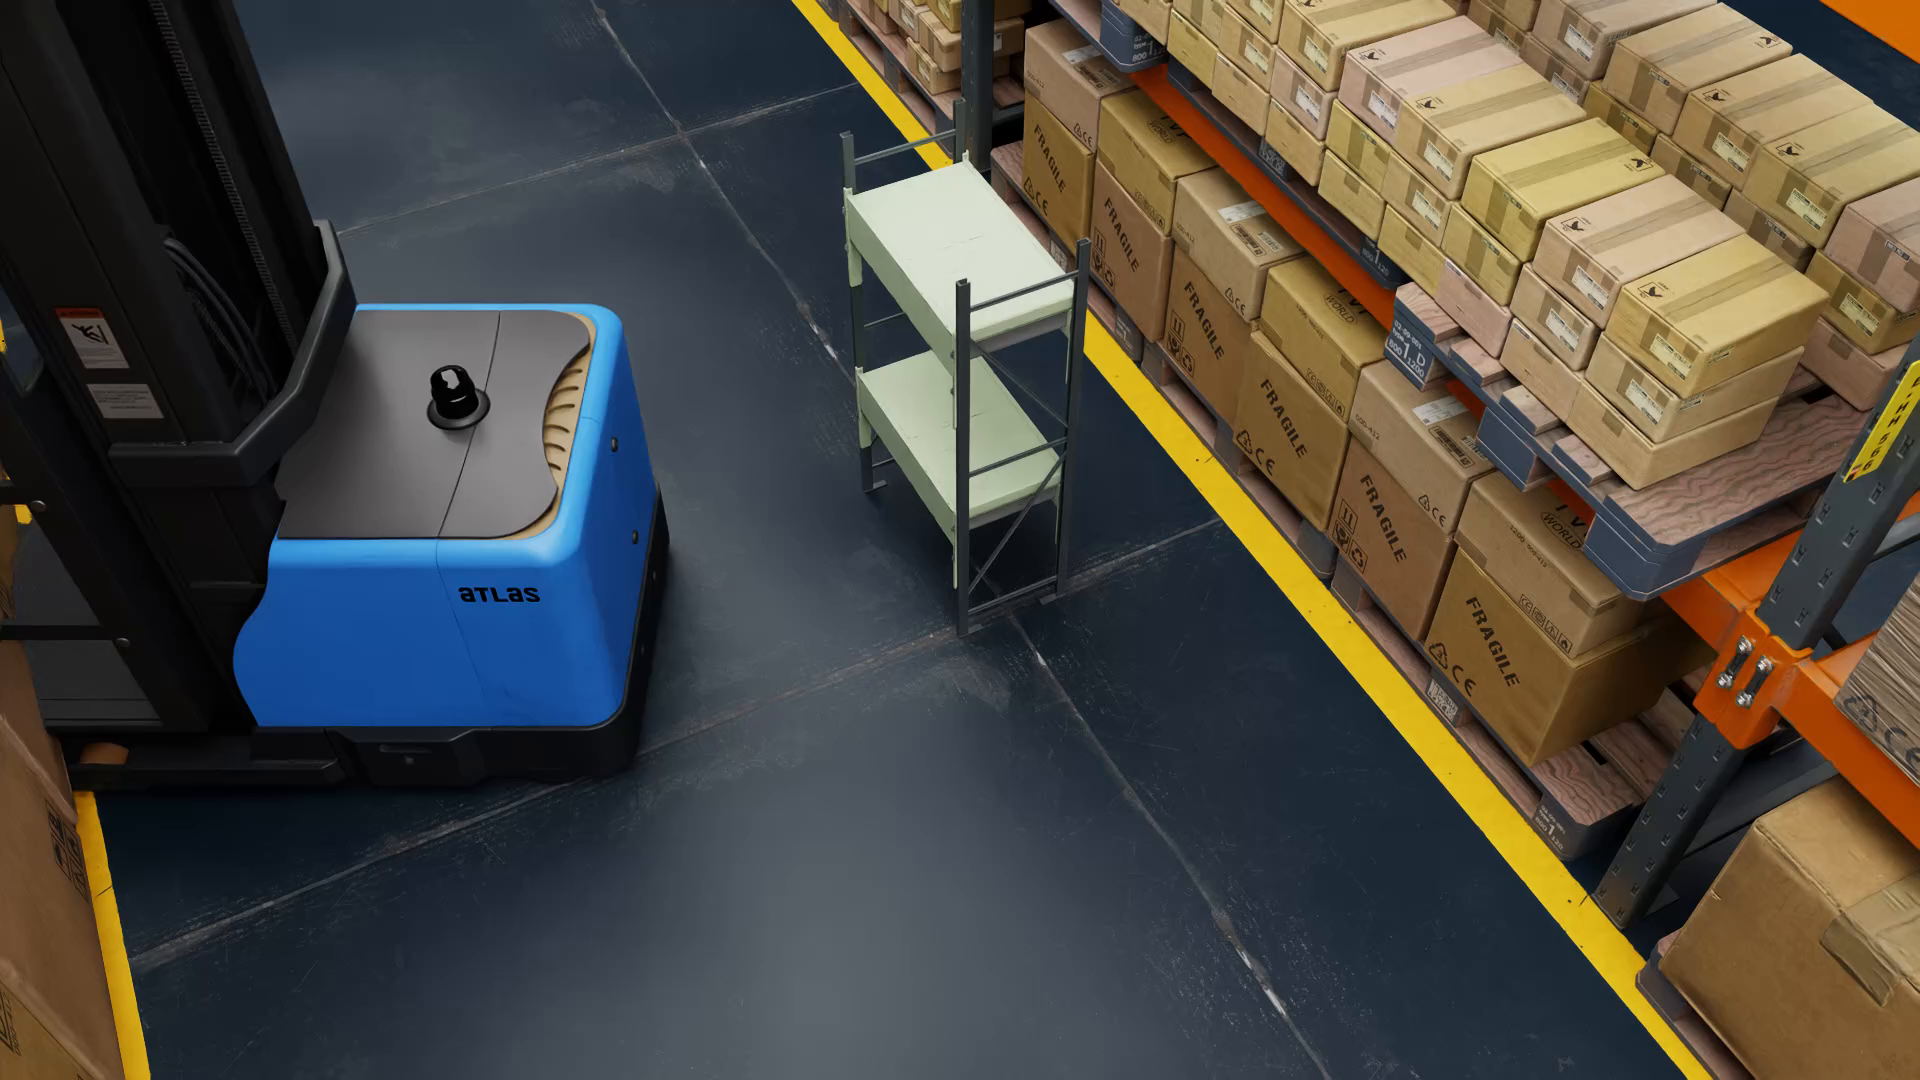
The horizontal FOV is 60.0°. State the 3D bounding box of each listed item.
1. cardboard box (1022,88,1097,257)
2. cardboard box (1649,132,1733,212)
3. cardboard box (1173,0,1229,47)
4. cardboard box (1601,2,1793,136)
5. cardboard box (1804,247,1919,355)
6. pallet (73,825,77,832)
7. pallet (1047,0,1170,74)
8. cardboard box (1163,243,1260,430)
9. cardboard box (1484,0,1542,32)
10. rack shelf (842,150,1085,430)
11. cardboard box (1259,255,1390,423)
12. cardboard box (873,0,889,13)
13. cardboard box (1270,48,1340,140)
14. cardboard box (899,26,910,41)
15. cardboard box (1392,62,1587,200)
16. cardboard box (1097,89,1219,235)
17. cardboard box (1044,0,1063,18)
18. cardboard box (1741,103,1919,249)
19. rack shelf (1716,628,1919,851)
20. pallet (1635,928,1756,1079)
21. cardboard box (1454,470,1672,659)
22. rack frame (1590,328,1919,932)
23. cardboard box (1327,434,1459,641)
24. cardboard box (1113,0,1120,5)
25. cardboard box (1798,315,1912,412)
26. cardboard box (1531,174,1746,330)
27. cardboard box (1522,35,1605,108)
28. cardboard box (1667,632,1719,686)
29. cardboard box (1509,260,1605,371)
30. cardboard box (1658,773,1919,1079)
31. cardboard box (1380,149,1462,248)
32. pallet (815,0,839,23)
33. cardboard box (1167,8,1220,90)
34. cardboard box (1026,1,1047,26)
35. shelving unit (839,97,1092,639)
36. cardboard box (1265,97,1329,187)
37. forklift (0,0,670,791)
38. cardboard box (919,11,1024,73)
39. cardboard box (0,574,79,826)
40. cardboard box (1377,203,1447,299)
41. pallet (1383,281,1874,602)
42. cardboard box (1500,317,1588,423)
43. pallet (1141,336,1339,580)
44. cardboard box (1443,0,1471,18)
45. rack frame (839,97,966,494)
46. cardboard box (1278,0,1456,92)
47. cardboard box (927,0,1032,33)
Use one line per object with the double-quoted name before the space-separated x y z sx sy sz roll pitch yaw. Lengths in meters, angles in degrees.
"cardboard box" 0.578 -1.484 6.437 0.500 0.500 0.500 -19 52 -16
"cardboard box" 2.012 -0.982 4.306 0.380 0.149 0.250 -23 53 -19
"cardboard box" 0.852 -1.610 4.855 0.380 0.149 0.250 -22 52 -18
"cardboard box" 1.912 -1.227 4.323 0.380 0.149 0.250 -23 53 -19
"cardboard box" 2.263 -0.623 3.993 0.380 0.149 0.250 -19 52 -16
"pallet" -2.999 1.112 4.637 1.003 0.211 1.213 -21 52 -18
"pallet" 0.696 -2.130 5.747 1.003 0.211 1.213 -21 52 -18
"cardboard box" 1.073 -0.785 5.825 0.500 0.500 0.500 -20 52 -17
"cardboard box" 1.664 -1.584 4.635 0.380 0.149 0.250 -20 52 -16
"rack shelf" 0.003 -0.746 4.888 0.431 0.370 0.720 -21 52 -18
"cardboard box" 1.300 -0.687 5.241 0.500 0.250 0.500 -20 52 -17
"cardboard box" -0.224 -2.504 7.364 0.380 0.149 0.250 -23 53 -19
"cardboard box" 1.083 -1.267 4.556 0.380 0.149 0.250 -20 52 -17
"cardboard box" -0.051 -2.302 7.386 0.380 0.149 0.250 -20 52 -17
"cardboard box" 1.316 -1.021 4.143 0.380 0.149 0.250 -20 52 -16
"cardboard box" 0.825 -1.376 5.844 0.500 0.250 0.500 -20 52 -17
"cardboard box" 0.594 -2.405 7.278 0.380 0.149 0.250 -19 51 -16
"cardboard box" 2.141 -0.884 4.023 0.380 0.149 0.250 -22 53 -18
"rack shelf" 3.221 1.498 2.925 1.077 0.370 4.000 -21 52 -18
"pallet" 2.600 1.394 4.390 1.003 0.211 1.213 -21 52 -18
"cardboard box" 1.760 -0.007 4.647 0.500 0.250 0.500 -22 52 -18
"rack frame" 2.306 -0.077 3.825 1.000 3.000 0.127 -21 52 -18
"cardboard box" 1.538 -0.092 5.219 0.500 0.500 0.500 -19 52 -16
"cardboard box" 0.604 -1.867 5.278 0.380 0.149 0.250 -21 52 -17
"cardboard box" 2.281 -0.502 4.084 0.380 0.149 0.250 -22 52 -18
"cardboard box" 1.561 -0.668 3.834 0.380 0.149 0.250 -22 52 -18
"cardboard box" 1.783 -1.318 4.600 0.380 0.149 0.250 -21 52 -17
"cardboard box" 2.209 0.046 5.099 0.500 0.500 0.500 -23 53 -19
"cardboard box" 1.551 -0.583 3.957 0.380 0.149 0.250 -19 52 -16
"cardboard box" 2.505 0.963 4.130 1.050 0.750 0.750 -22 52 -18
"cardboard box" 1.315 -0.926 4.257 0.380 0.149 0.250 -21 52 -17
"pallet" -0.425 -3.091 8.314 1.003 0.211 1.213 -21 52 -18
"cardboard box" 0.849 -1.516 4.971 0.380 0.149 0.250 -22 52 -18
"cardboard box" 0.473 -2.487 7.547 0.380 0.149 0.250 -20 52 -16
"shelving unit" 0.003 -0.489 5.182 0.431 1.500 0.755 -21 52 -18
"cardboard box" 1.089 -1.165 4.664 0.380 0.149 0.250 -20 52 -16
"forklift" -2.502 -0.600 4.327 3.031 2.935 1.130 0 49 0
"cardboard box" 0.049 -2.154 7.058 0.380 0.149 0.250 -20 52 -17
"cardboard box" -3.261 0.467 4.482 1.225 0.875 0.875 -23 53 -19
"cardboard box" 1.331 -0.812 4.355 0.380 0.149 0.250 -22 52 -18
"pallet" 1.885 -0.455 4.282 1.213 0.211 1.003 -21 52 -18
"cardboard box" 1.559 -0.472 4.058 0.380 0.149 0.250 -21 52 -18
"pallet" 1.395 -0.498 6.046 1.003 0.211 1.213 -21 52 -18
"cardboard box" 1.546 -1.664 4.903 0.380 0.149 0.250 -19 52 -16
"rack frame" -0.164 -0.734 5.396 0.400 1.500 0.023 -21 52 -18
"cardboard box" 1.084 -1.365 4.444 0.380 0.149 0.250 -19 51 -16
"cardboard box" 0.081 -2.299 6.987 0.380 0.149 0.250 -20 52 -17
